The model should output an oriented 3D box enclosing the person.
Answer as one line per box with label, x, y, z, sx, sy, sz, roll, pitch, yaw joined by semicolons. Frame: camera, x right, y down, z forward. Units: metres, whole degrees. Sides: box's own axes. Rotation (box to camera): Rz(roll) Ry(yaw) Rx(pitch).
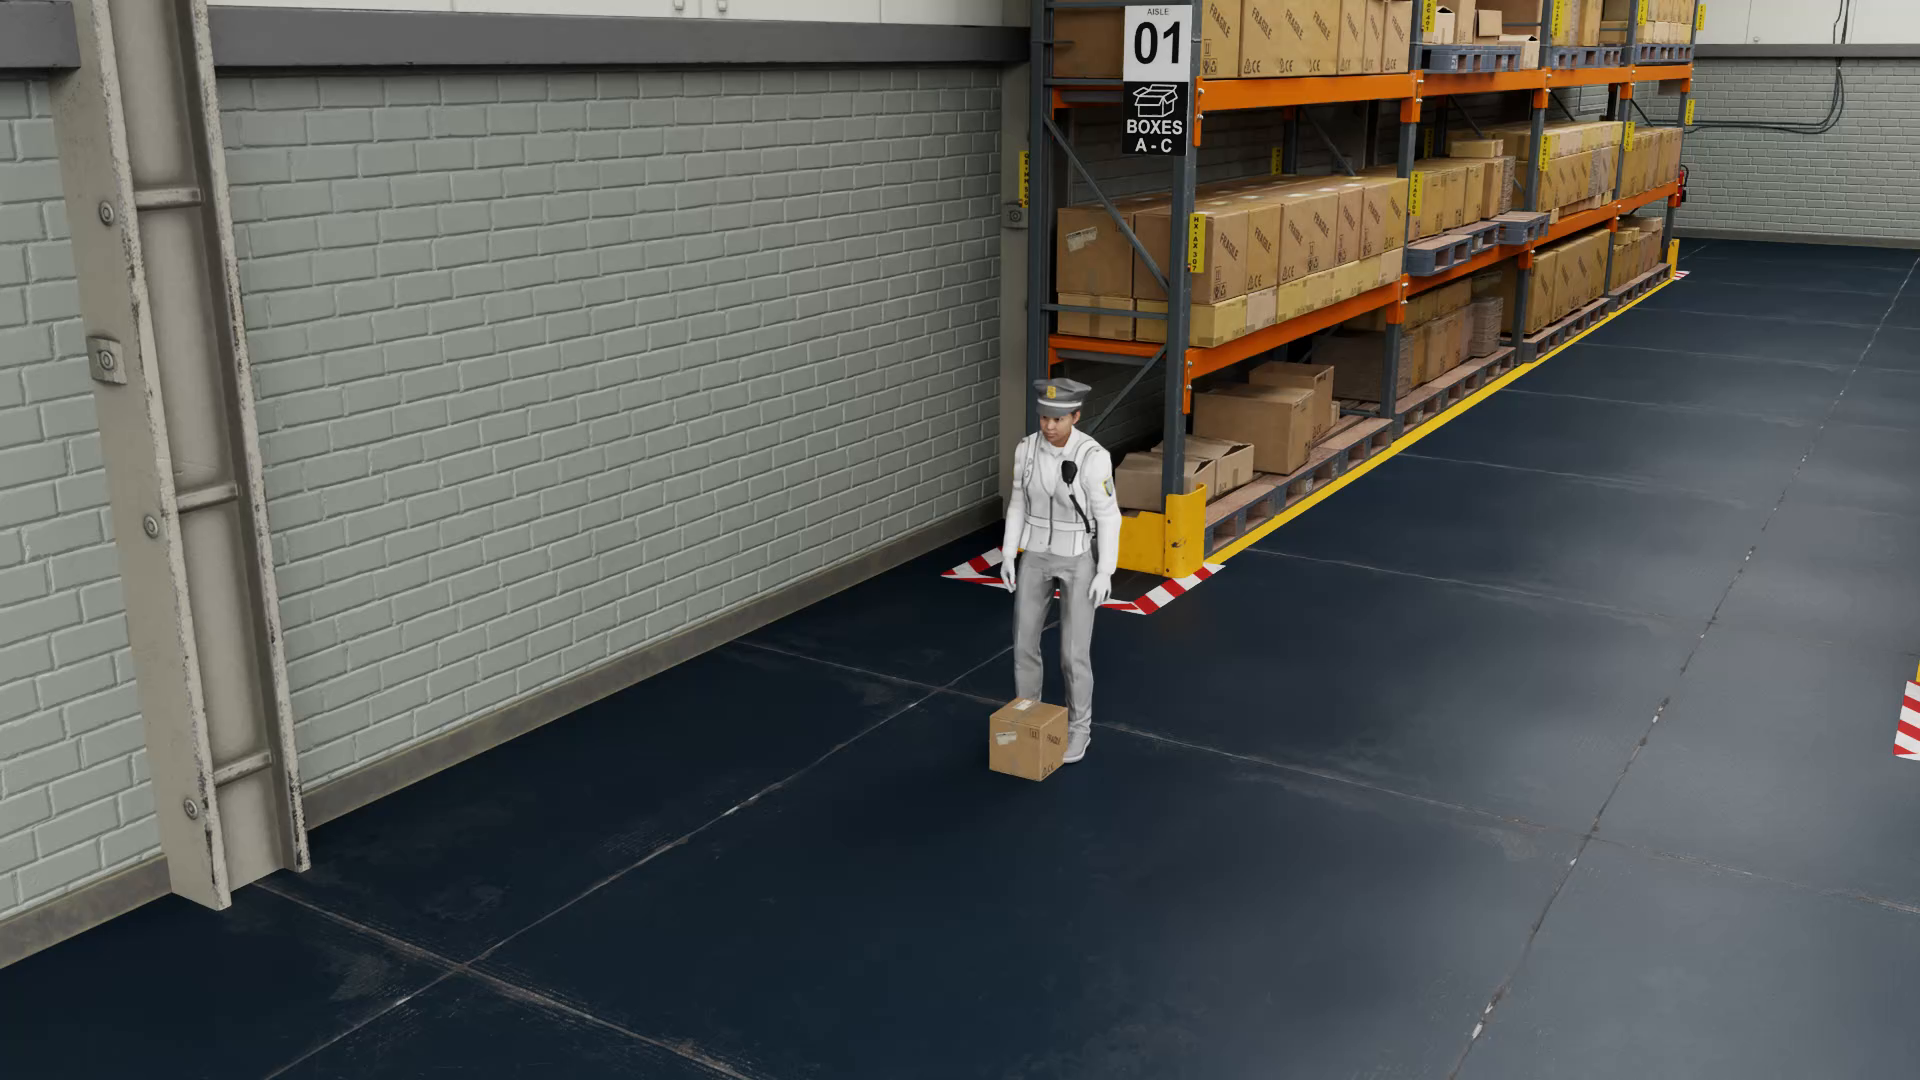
person;0.418;0.116;7.132;0.535;1.662;0.373;9;18;27
